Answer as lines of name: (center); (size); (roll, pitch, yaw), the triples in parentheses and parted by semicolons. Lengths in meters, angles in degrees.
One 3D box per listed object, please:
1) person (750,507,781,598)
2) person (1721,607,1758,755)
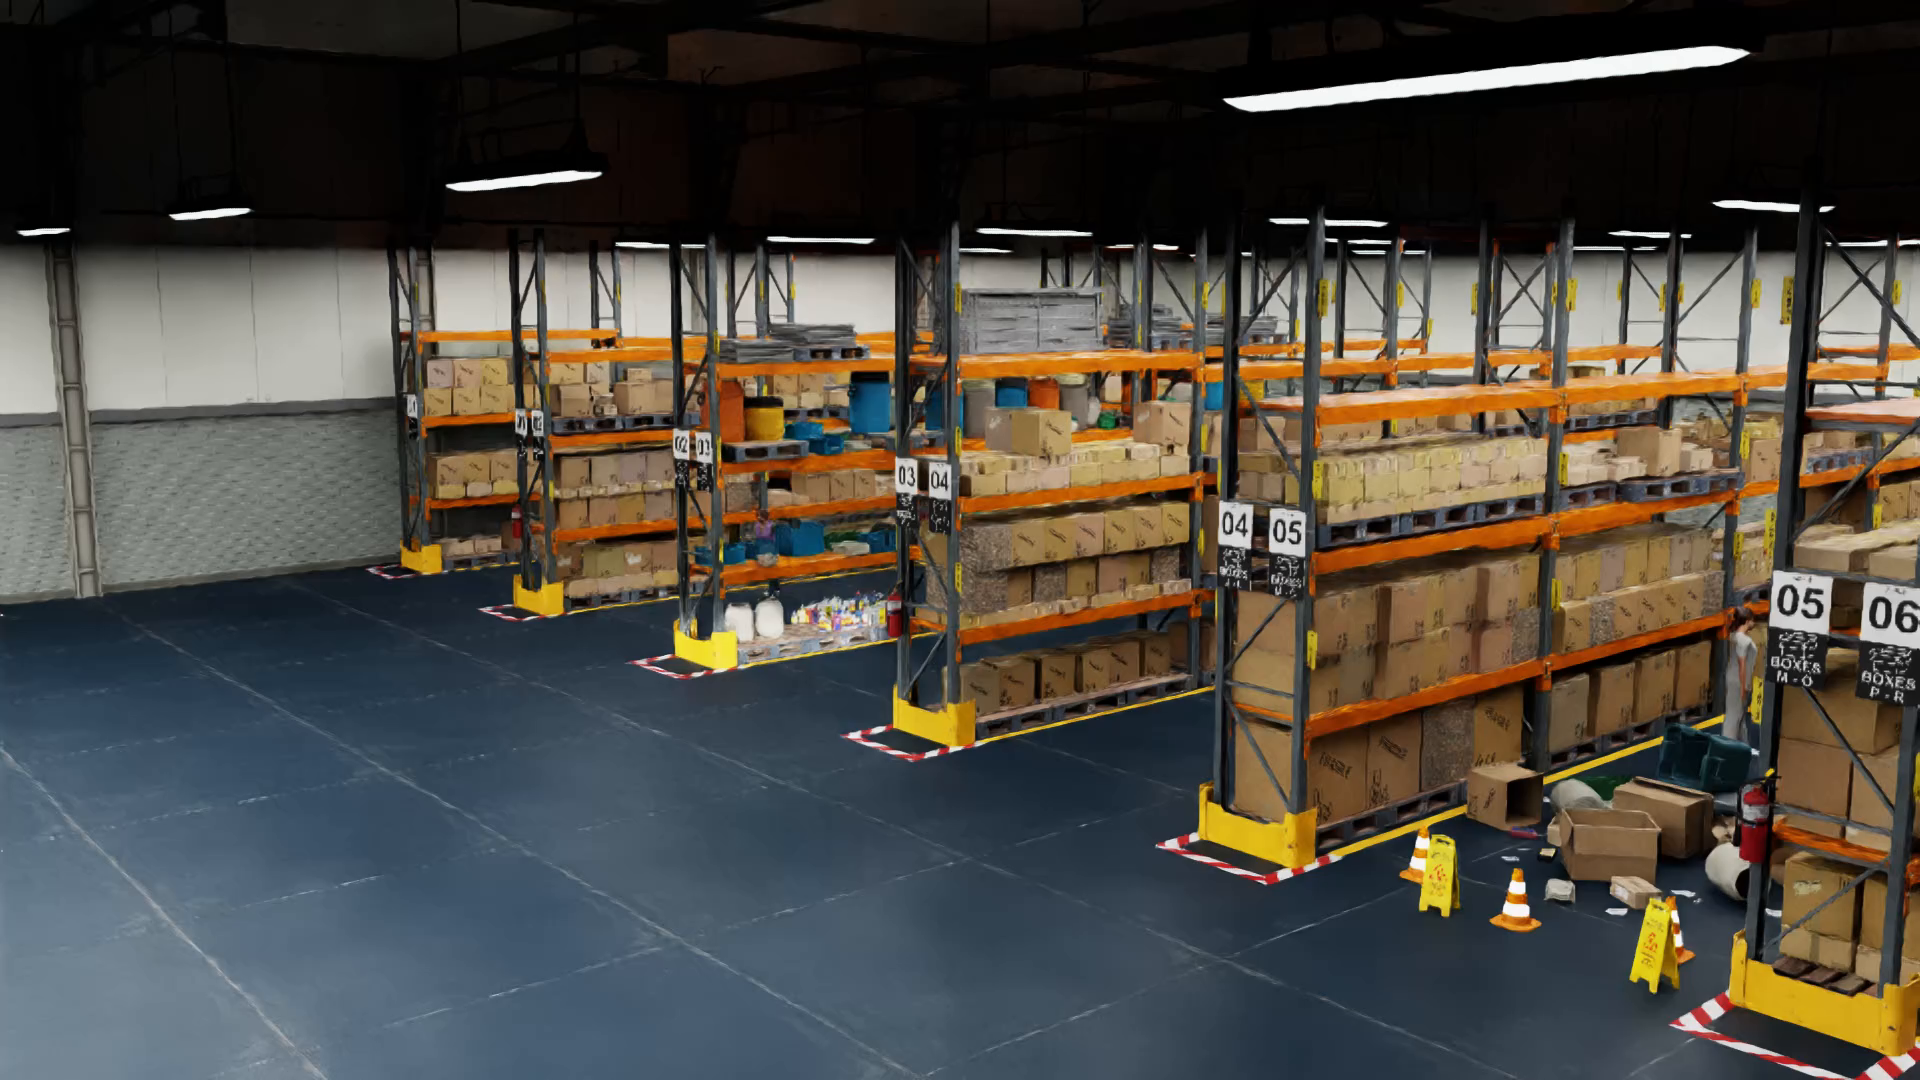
person: (-3.133, 0.205, 27.359); (0.563, 1.528, 0.780); (5, 10, 31)
person: (8.537, 1.557, 18.116); (0.432, 1.677, 0.496); (3, 9, 19)
